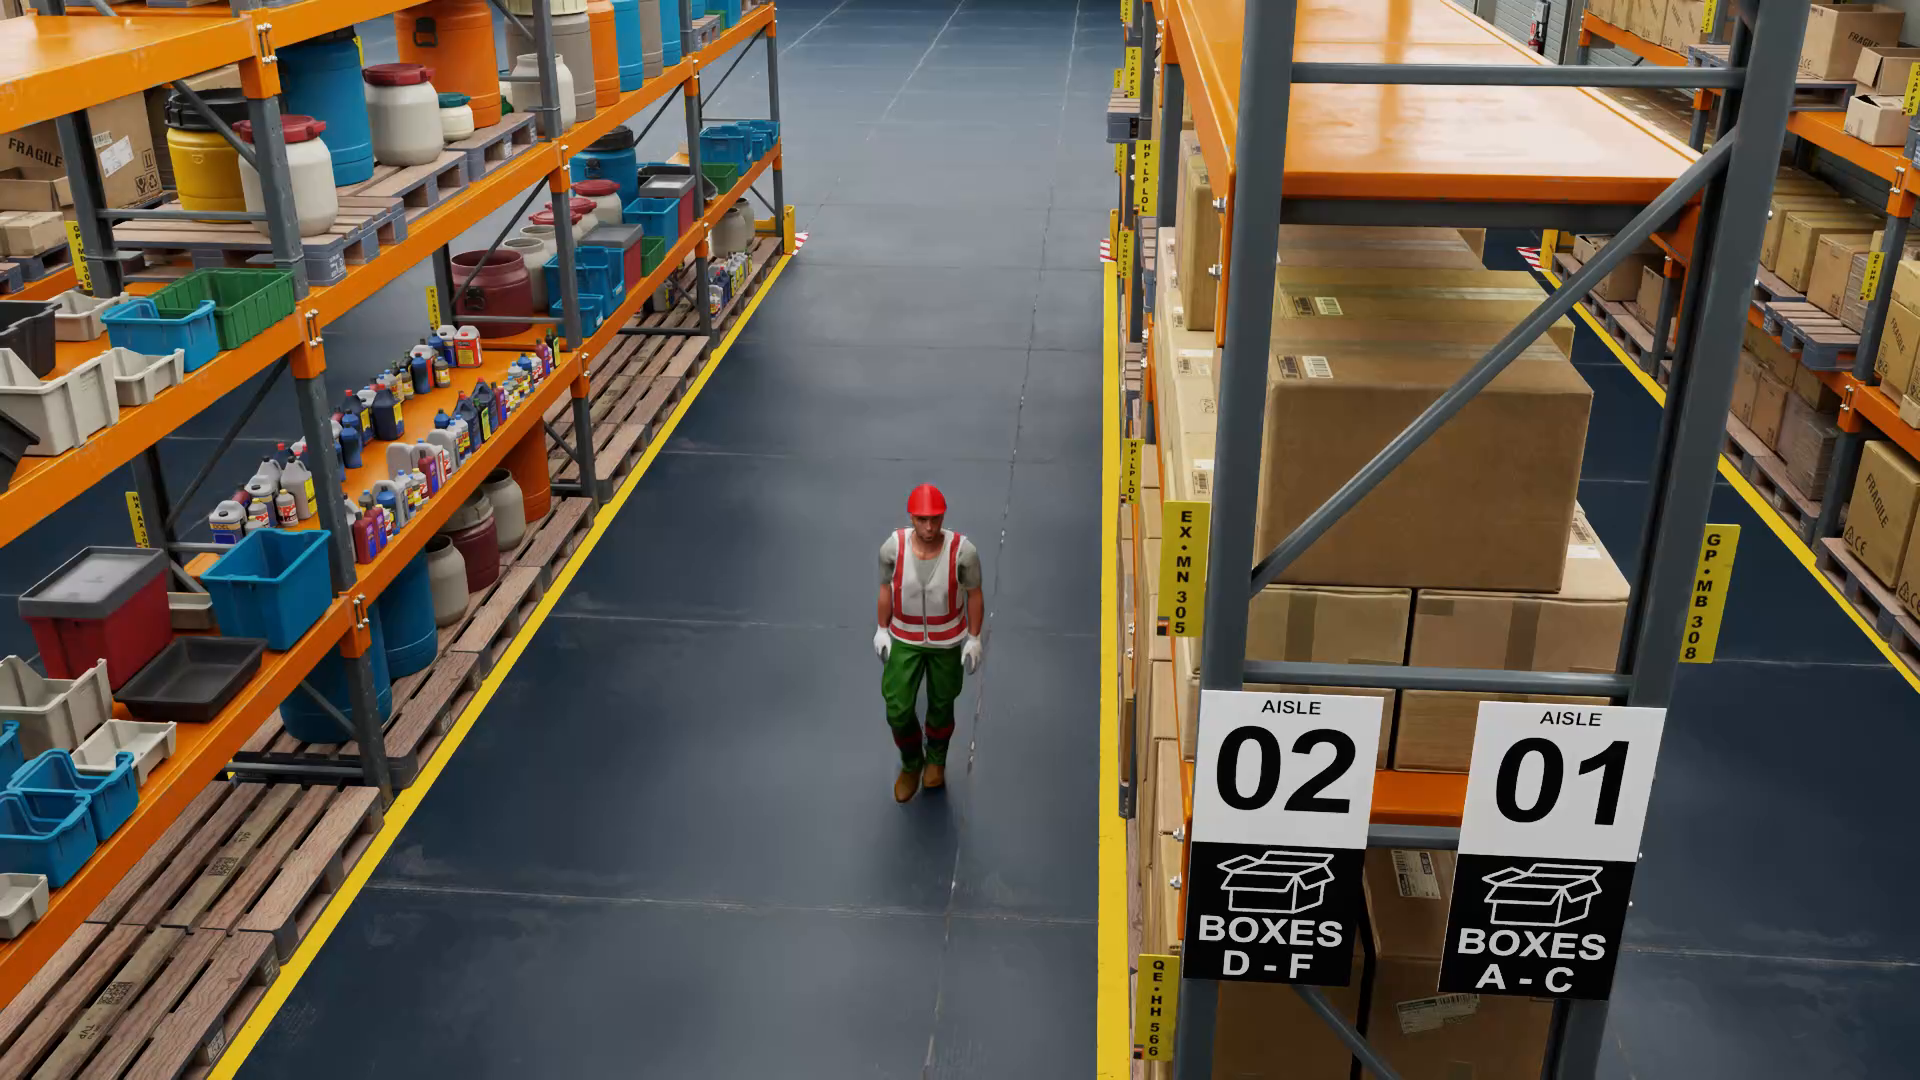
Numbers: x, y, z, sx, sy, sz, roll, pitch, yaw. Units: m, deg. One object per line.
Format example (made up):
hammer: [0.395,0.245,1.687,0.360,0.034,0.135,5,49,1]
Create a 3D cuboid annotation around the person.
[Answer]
person: [-0.169,0.554,8.729,0.590,1.819,0.504,1,24,2]
